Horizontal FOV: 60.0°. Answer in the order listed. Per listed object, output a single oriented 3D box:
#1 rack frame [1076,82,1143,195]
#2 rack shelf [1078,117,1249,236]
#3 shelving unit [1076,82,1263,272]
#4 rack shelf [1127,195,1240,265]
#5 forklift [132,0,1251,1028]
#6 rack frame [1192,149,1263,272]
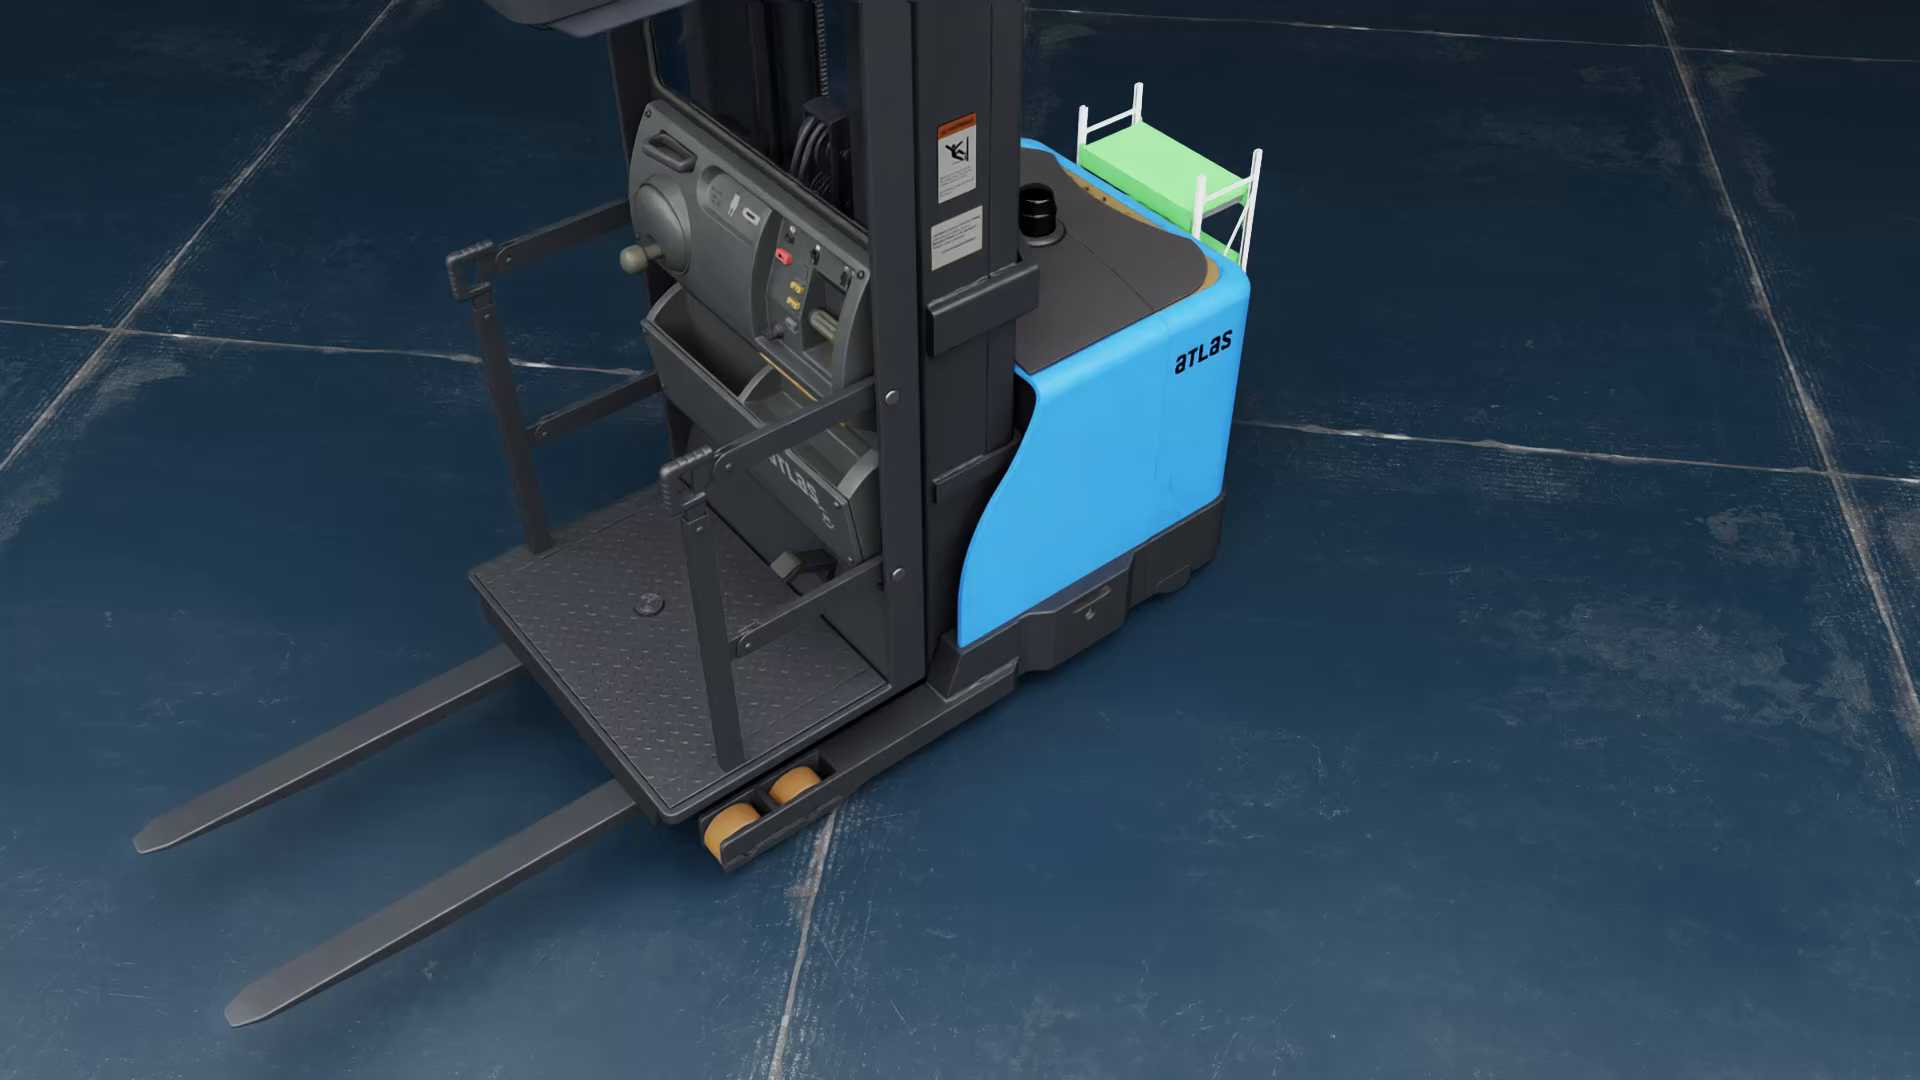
[{"bbox_3d":[0.445,-0.870,5.296,0.240,1.200,0.015,-29,50,-27],"label":"rack frame"},{"bbox_3d":[0.598,-1.041,4.871,0.258,0.148,0.480,-29,50,-27],"label":"rack shelf"},{"bbox_3d":[0.597,-0.739,5.157,0.258,1.200,0.503,-29,50,-27],"label":"shelving unit"},{"bbox_3d":[0.597,-0.867,5.036,0.258,0.148,0.480,-29,50,-27],"label":"rack shelf"},{"bbox_3d":[-0.670,-0.626,3.779,3.031,2.935,1.130,-29,50,-27],"label":"forklift"},{"bbox_3d":[0.749,-0.608,5.019,0.240,1.200,0.015,-29,50,-27],"label":"rack frame"}]
